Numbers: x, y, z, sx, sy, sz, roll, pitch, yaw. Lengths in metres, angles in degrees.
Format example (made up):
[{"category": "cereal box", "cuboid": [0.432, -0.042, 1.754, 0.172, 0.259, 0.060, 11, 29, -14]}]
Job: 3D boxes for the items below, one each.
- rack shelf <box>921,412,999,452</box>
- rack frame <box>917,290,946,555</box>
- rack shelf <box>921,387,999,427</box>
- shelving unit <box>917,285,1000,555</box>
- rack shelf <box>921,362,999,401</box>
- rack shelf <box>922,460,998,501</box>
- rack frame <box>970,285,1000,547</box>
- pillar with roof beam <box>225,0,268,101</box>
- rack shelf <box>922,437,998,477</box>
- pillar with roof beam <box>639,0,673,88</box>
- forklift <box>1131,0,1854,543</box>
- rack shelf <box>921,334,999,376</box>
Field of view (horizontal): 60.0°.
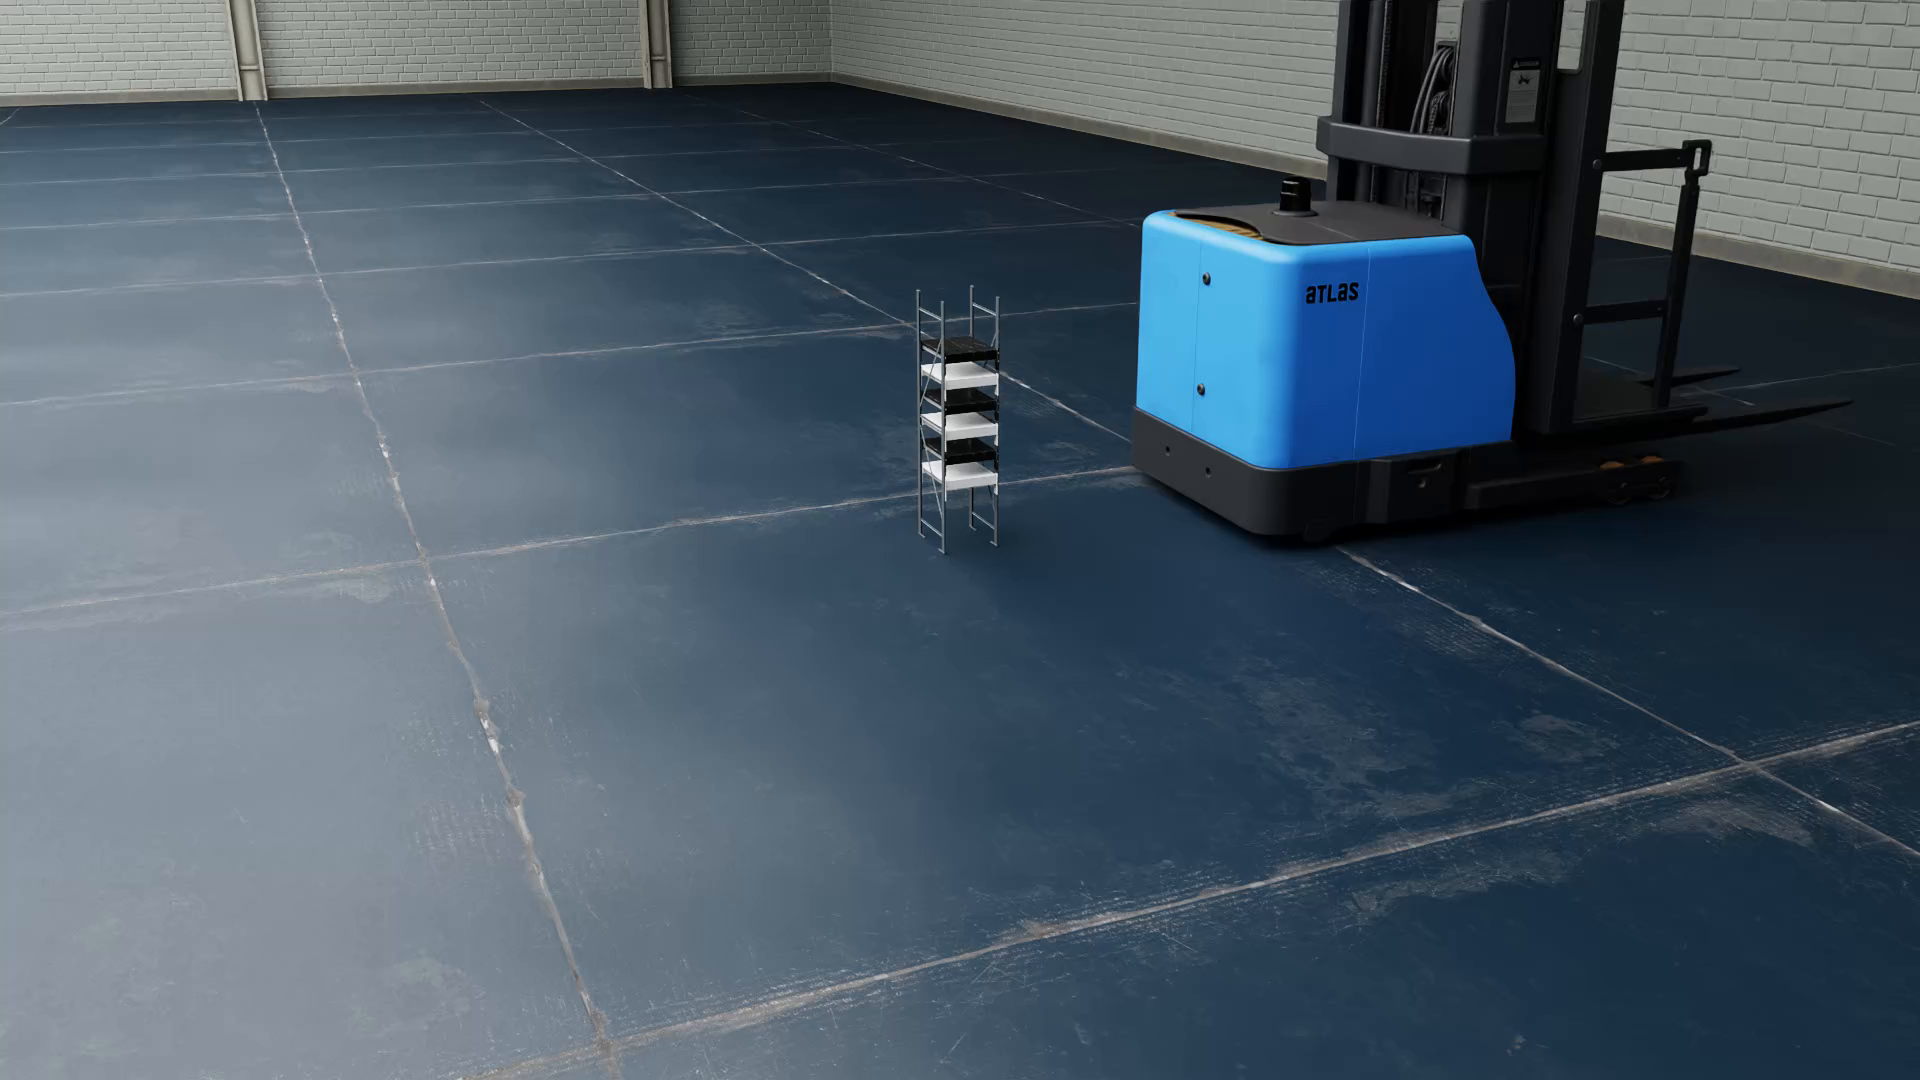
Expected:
[{"category": "rack shelf", "cuboid": [-0.007, -0.392, 5.881, 0.200, 0.077, 0.258, -8, 21, -22]}, {"category": "rack frame", "cuboid": [-0.101, -0.410, 5.832, 0.006, 0.900, 0.240, -8, 21, -22]}, {"category": "rack shelf", "cuboid": [-0.007, -0.477, 5.851, 0.200, 0.077, 0.258, -8, 21, -22]}, {"category": "shelving unit", "cuboid": [-0.007, -0.423, 5.870, 0.210, 0.900, 0.258, -8, 21, -22]}, {"category": "rack shelf", "cuboid": [-0.007, -0.562, 5.821, 0.200, 0.077, 0.258, -8, 21, -22]}, {"category": "rack shelf", "cuboid": [-0.007, -0.222, 5.940, 0.200, 0.077, 0.258, -8, 21, -22]}, {"category": "rack frame", "cuboid": [0.086, -0.437, 5.908, 0.006, 0.900, 0.240, -8, 21, -22]}, {"category": "pillar with roof beam", "cuboid": [-8.619, -9.365, 19.071, 0.400, 9.000, 9.100, -8, 21, -22]}, {"category": "rack shelf", "cuboid": [-0.007, -0.307, 5.911, 0.200, 0.077, 0.258, -8, 21, -22]}, {"category": "pillar with roof beam", "cuboid": [-3.109, -10.155, 21.313, 0.400, 9.000, 9.100, -8, 21, -22]}, {"category": "forklift", "cuboid": [2.253, -1.671, 6.354, 3.031, 2.935, 1.130, -8, 21, -21]}, {"category": "rack shelf", "cuboid": [-0.007, -0.647, 5.791, 0.200, 0.077, 0.258, -8, 21, -22]}]
